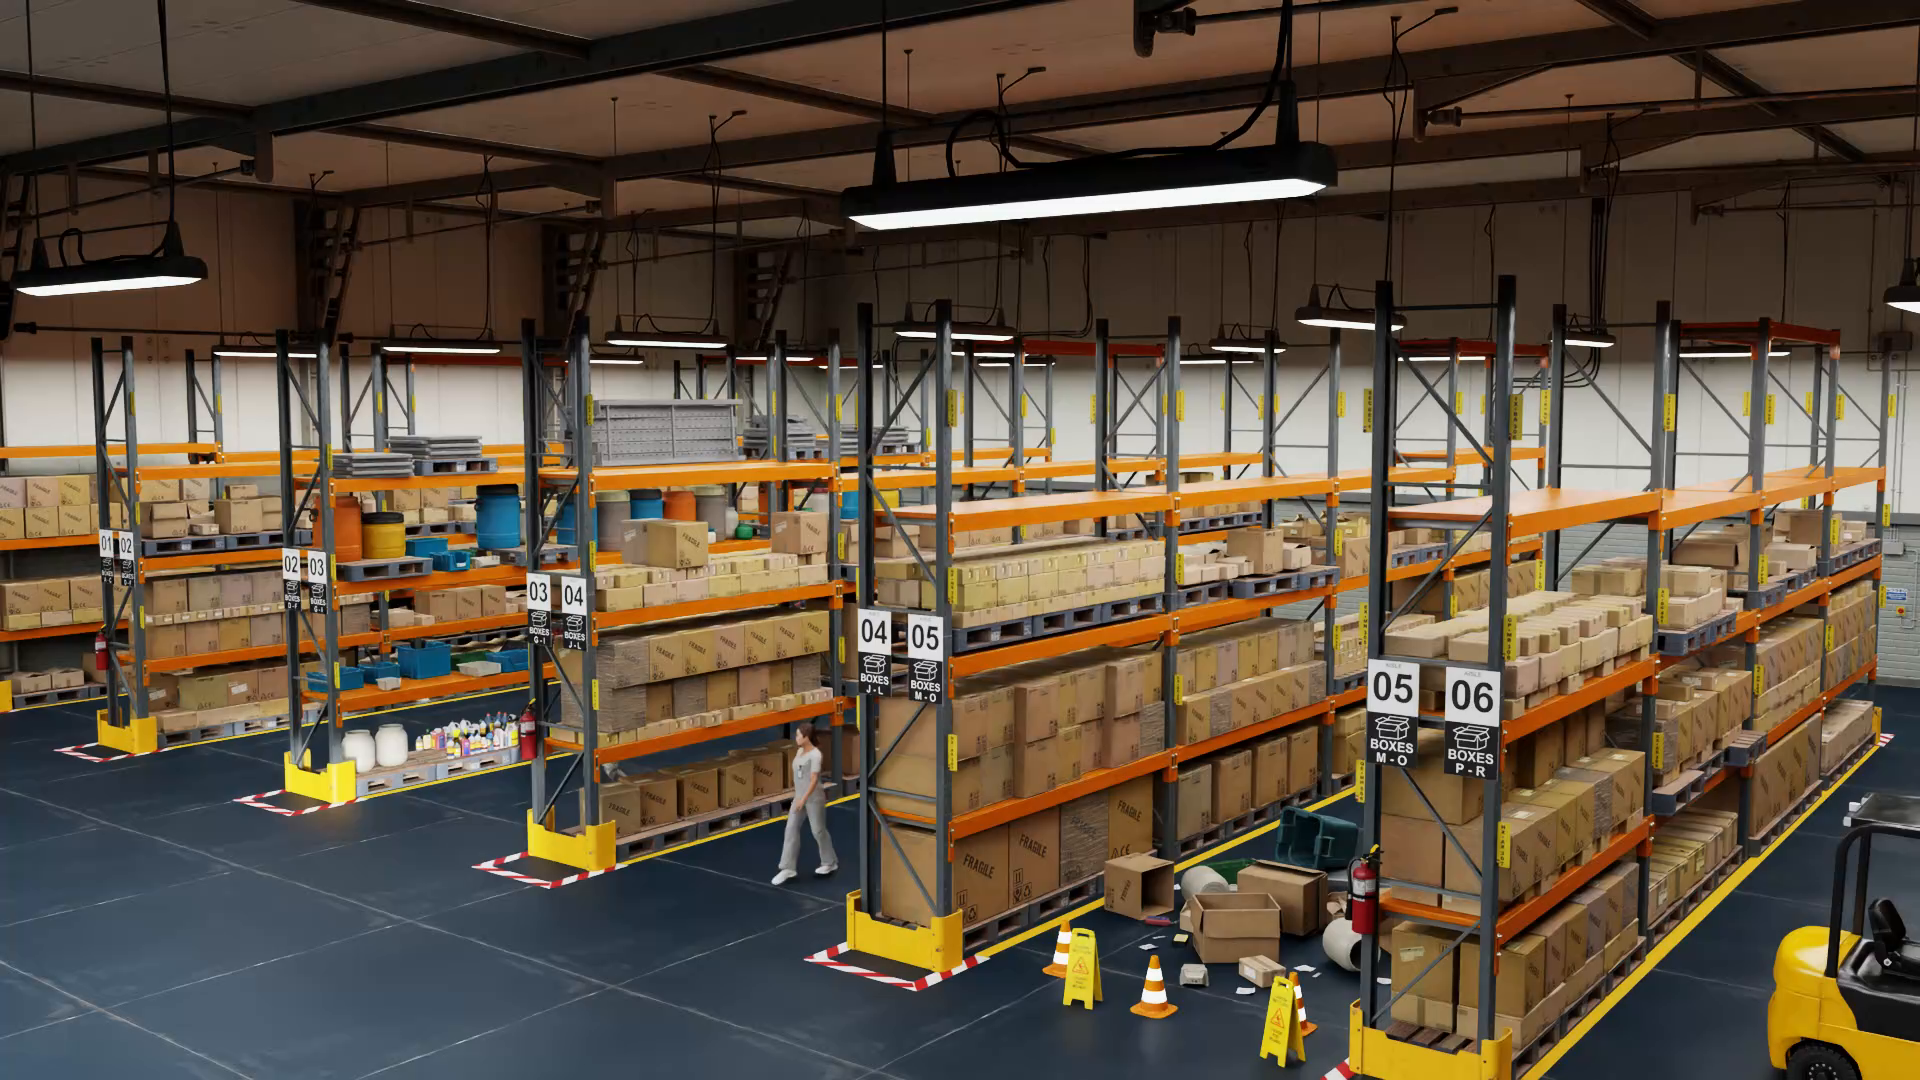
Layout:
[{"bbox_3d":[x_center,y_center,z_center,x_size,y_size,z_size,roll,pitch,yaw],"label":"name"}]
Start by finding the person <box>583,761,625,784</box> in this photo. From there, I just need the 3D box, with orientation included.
[{"bbox_3d":[-4.424,2.491,20.748,0.613,1.762,0.676,2,5,21],"label":"person"}]

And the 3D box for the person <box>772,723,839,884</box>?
[{"bbox_3d":[-1.674,2.793,17.777,0.801,1.673,0.466,-4,7,-41],"label":"person"}]
